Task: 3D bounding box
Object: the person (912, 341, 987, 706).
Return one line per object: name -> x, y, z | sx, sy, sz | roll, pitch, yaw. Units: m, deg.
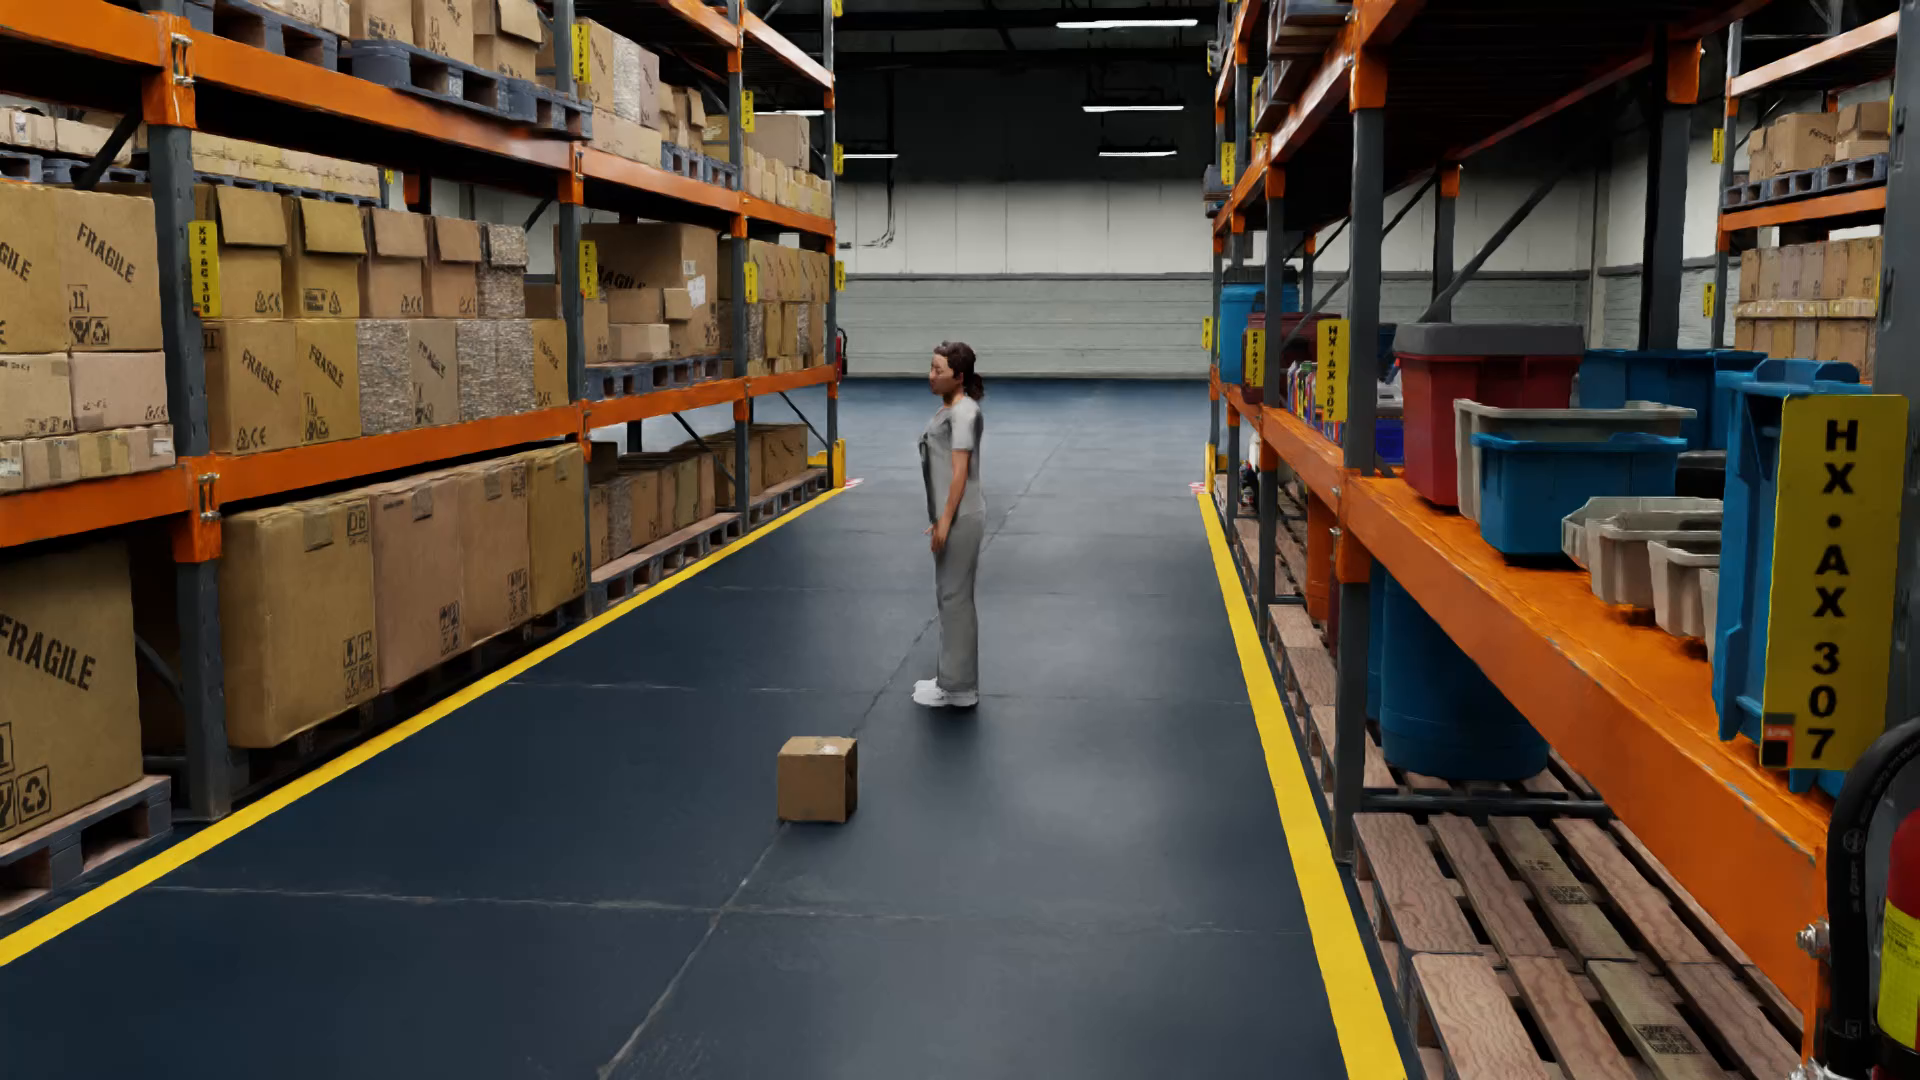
person -> -0.047, -0.074, 7.679 | 0.370, 1.681, 0.496 | -1, 8, -9
